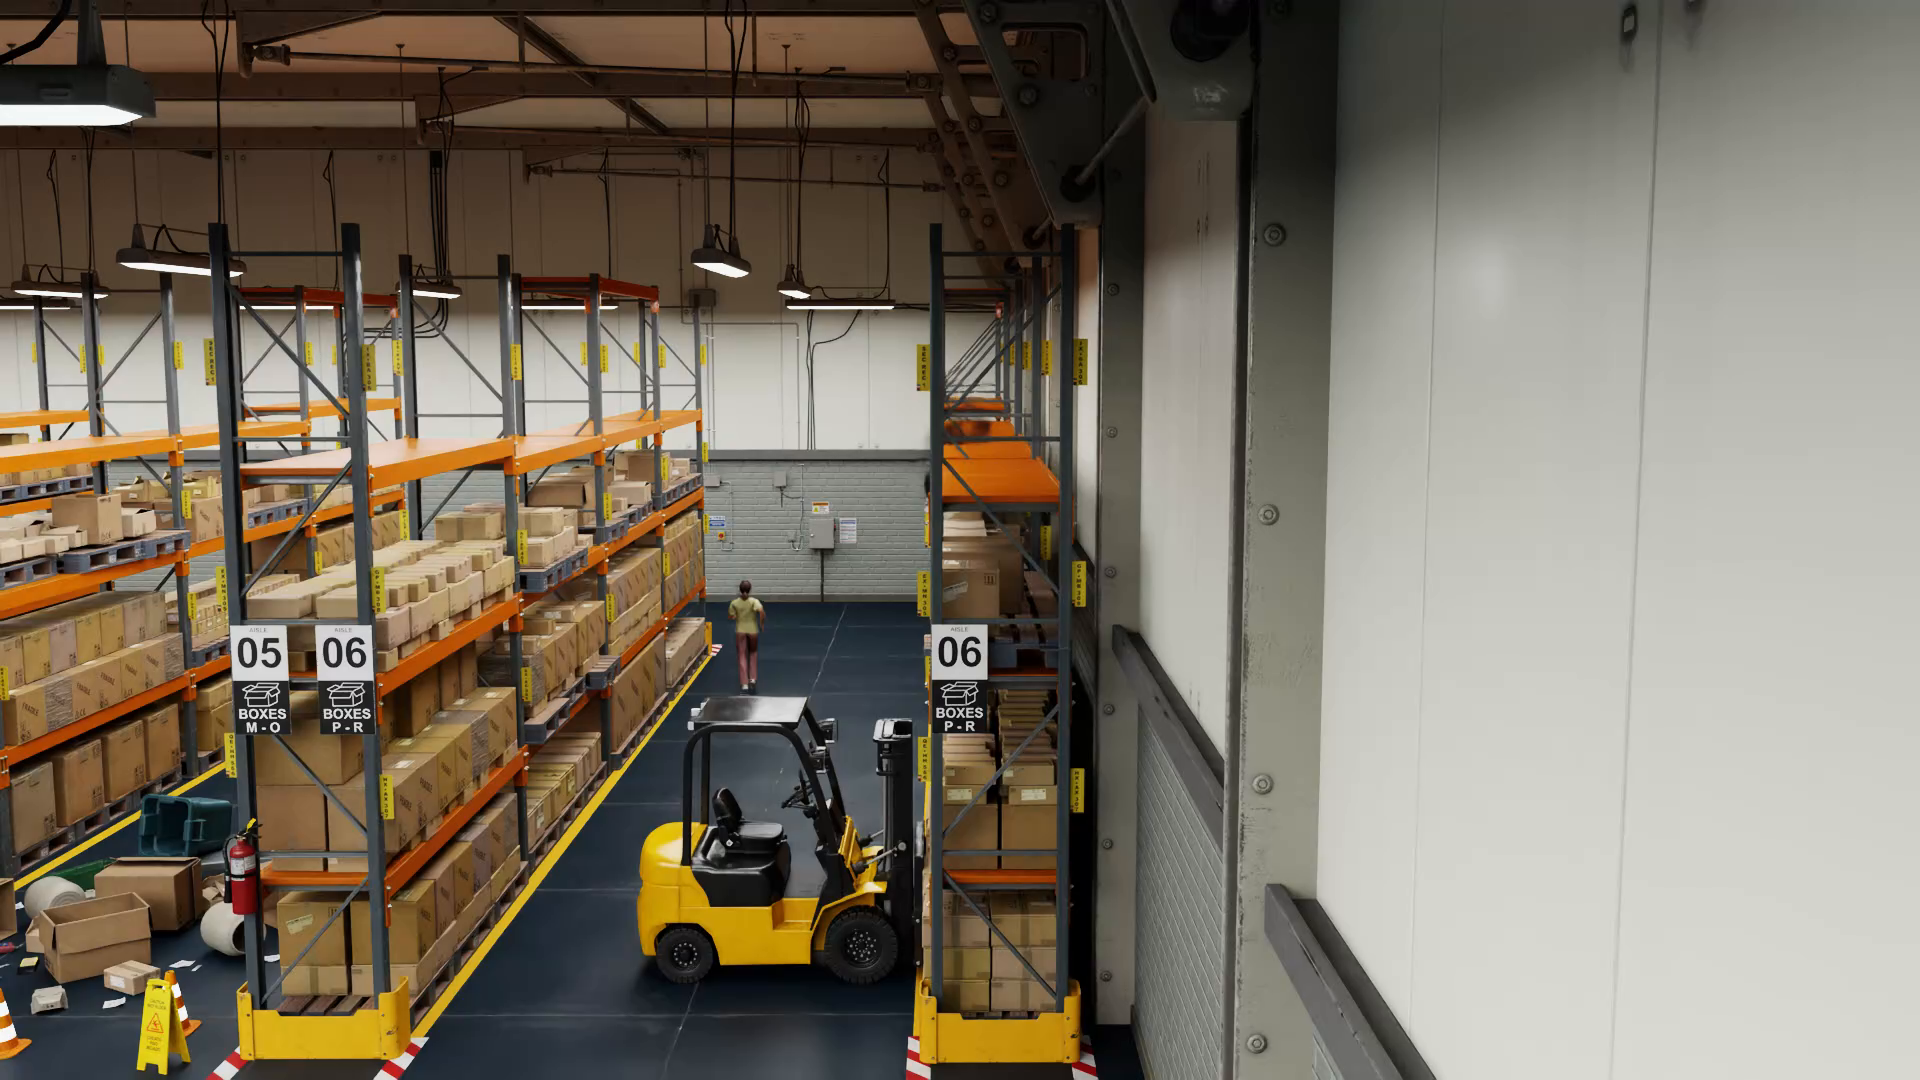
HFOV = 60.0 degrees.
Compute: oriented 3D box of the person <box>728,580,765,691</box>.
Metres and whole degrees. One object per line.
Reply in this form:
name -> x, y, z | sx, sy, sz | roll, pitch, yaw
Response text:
person -> -3.174, 1.452, 24.745 | 0.544, 1.725, 0.737 | -1, 7, -10
